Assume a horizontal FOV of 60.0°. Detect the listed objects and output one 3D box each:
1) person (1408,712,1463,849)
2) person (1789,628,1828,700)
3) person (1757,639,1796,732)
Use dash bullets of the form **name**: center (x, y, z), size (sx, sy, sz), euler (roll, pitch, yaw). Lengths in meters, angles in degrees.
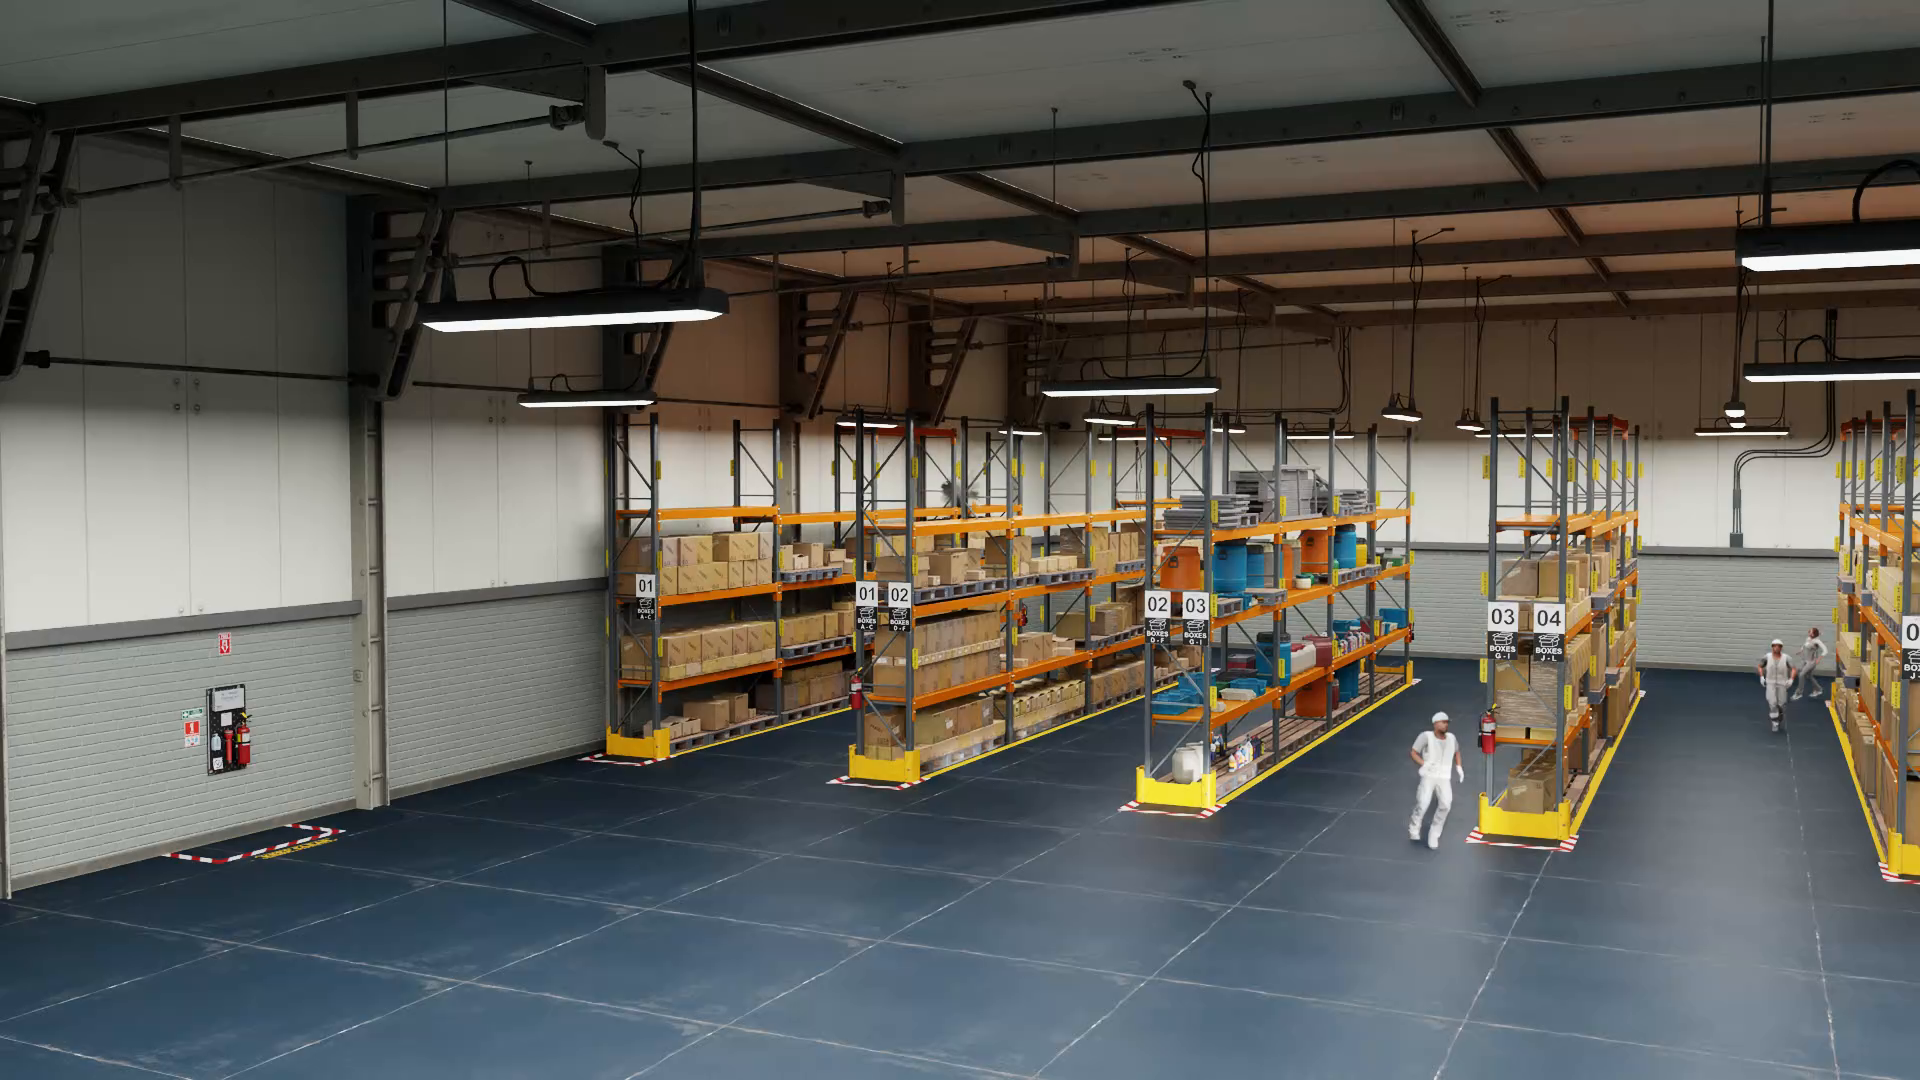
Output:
- **person**: center (6.364, 3.193, 22.170), size (0.755, 1.801, 0.631), euler (0, 2, -6)
- **person**: center (18.428, 2.687, 36.050), size (0.778, 1.597, 0.601), euler (0, 2, -5)
- **person**: center (15.782, 2.794, 32.144), size (0.680, 1.770, 0.740), euler (1, 3, 25)
